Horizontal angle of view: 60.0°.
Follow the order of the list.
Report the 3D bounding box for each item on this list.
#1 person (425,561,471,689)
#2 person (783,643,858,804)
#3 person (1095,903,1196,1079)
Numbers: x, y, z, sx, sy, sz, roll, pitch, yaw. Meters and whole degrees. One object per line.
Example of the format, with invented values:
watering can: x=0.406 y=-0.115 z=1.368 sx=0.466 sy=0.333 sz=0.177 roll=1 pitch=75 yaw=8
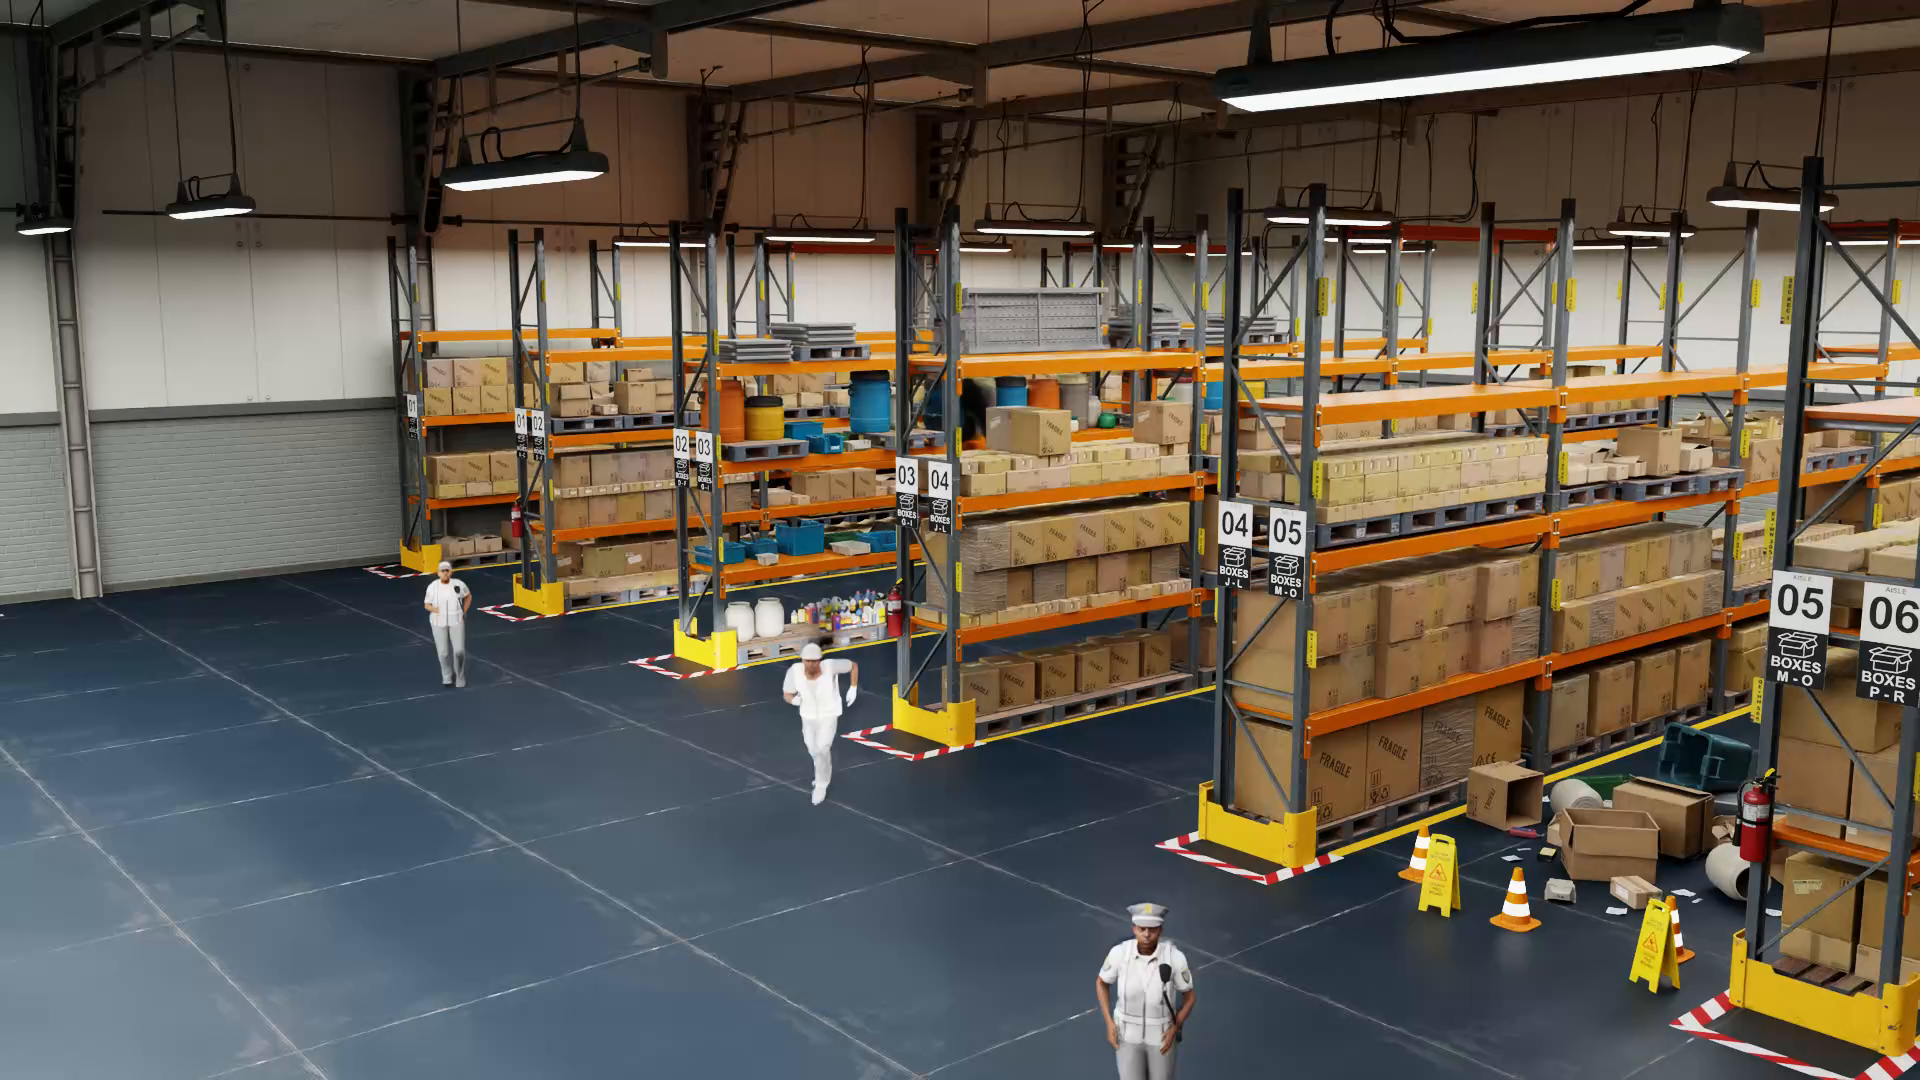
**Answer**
person: x=-6.548 y=1.097 z=21.304 sx=0.571 sy=1.660 sz=0.665 roll=-2 pitch=9 yaw=-15
person: x=-1.388 y=1.809 z=16.694 sx=0.728 sy=1.704 sz=0.981 roll=1 pitch=9 yaw=7
person: x=1.074 y=2.879 z=9.690 sx=0.586 sy=1.682 sz=0.654 roll=2 pitch=9 yaw=10
